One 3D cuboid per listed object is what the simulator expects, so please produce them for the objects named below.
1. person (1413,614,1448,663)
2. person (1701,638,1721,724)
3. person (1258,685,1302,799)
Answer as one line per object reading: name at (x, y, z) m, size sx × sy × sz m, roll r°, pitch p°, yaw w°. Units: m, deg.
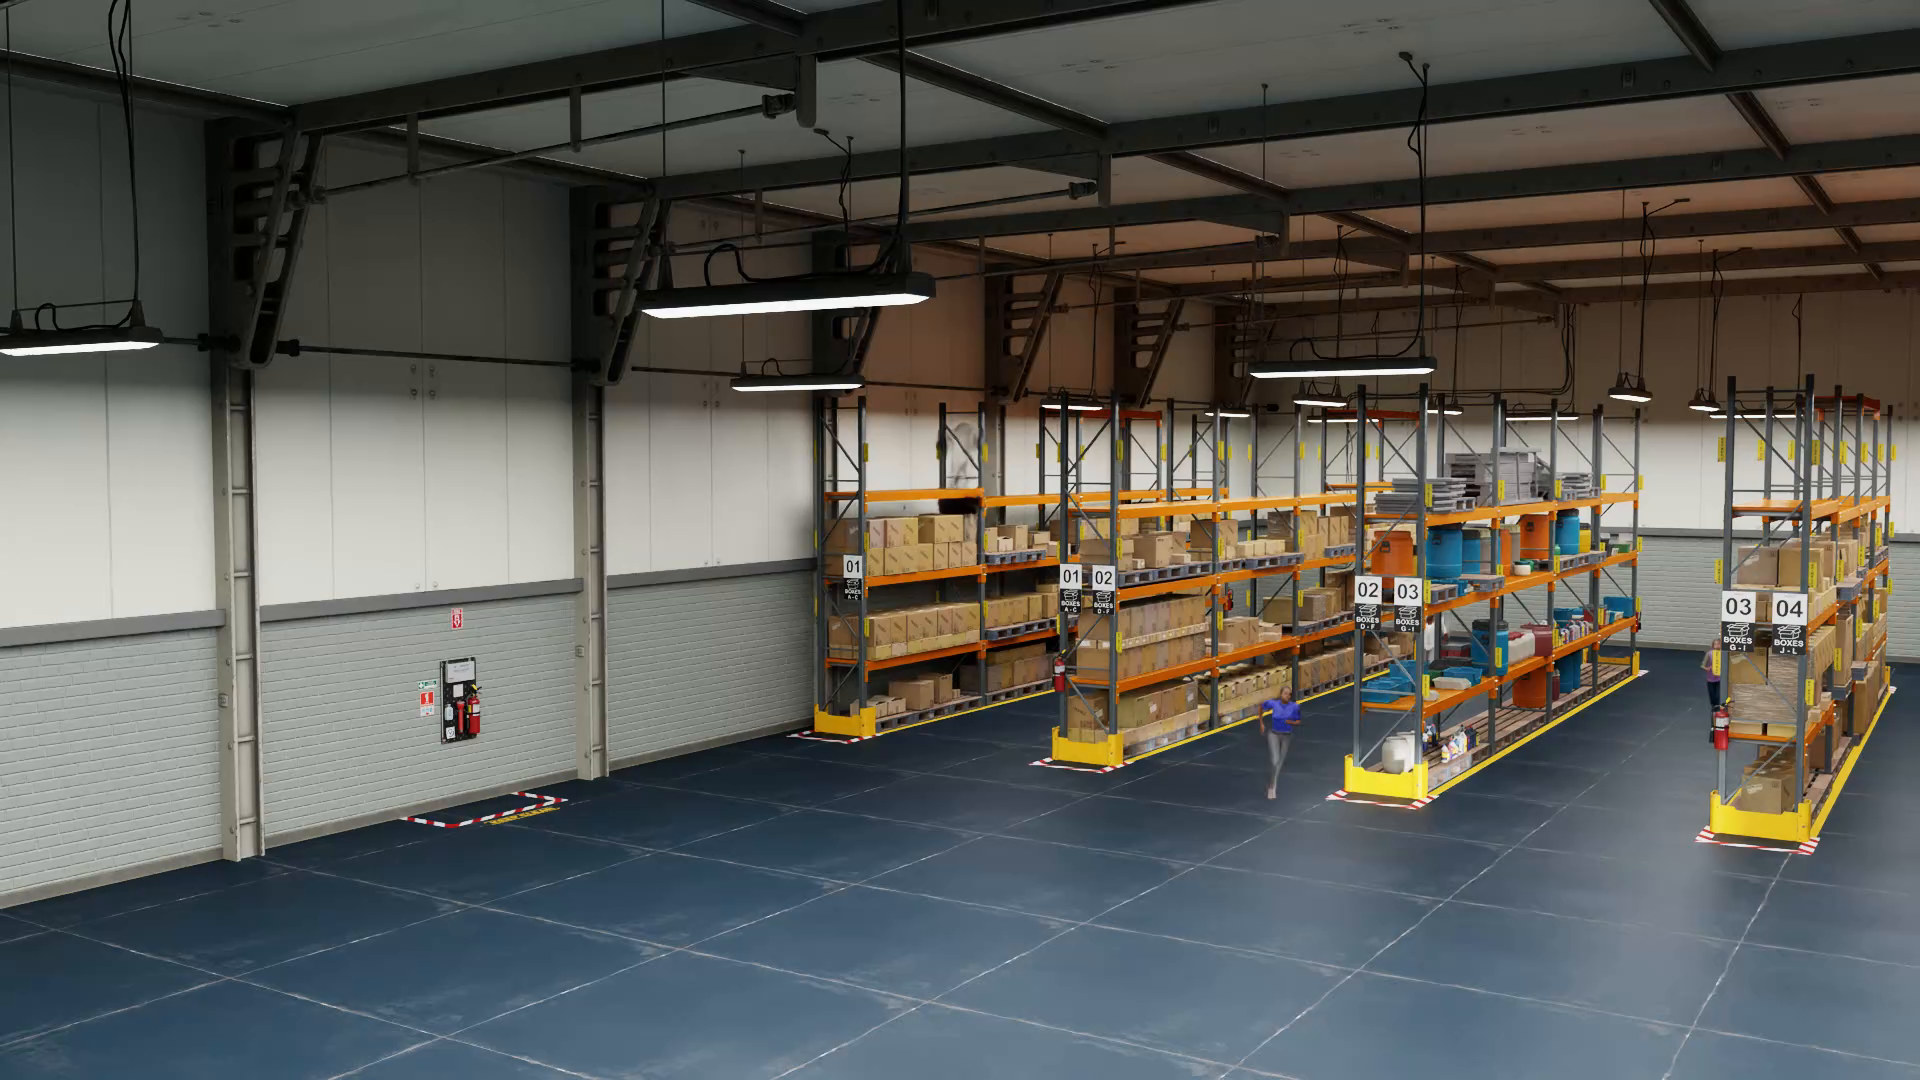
person at (9.927, 2.295, 35.134) m, size 0.714 × 1.733 × 0.791 m, roll 1°, pitch 3°, yaw 25°
person at (13.829, 2.597, 30.391) m, size 0.537 × 1.609 × 0.875 m, roll 2°, pitch 3°, yaw 28°
person at (4.663, 2.949, 24.263) m, size 0.569 × 1.706 × 0.779 m, roll 0°, pitch 3°, yaw -6°
